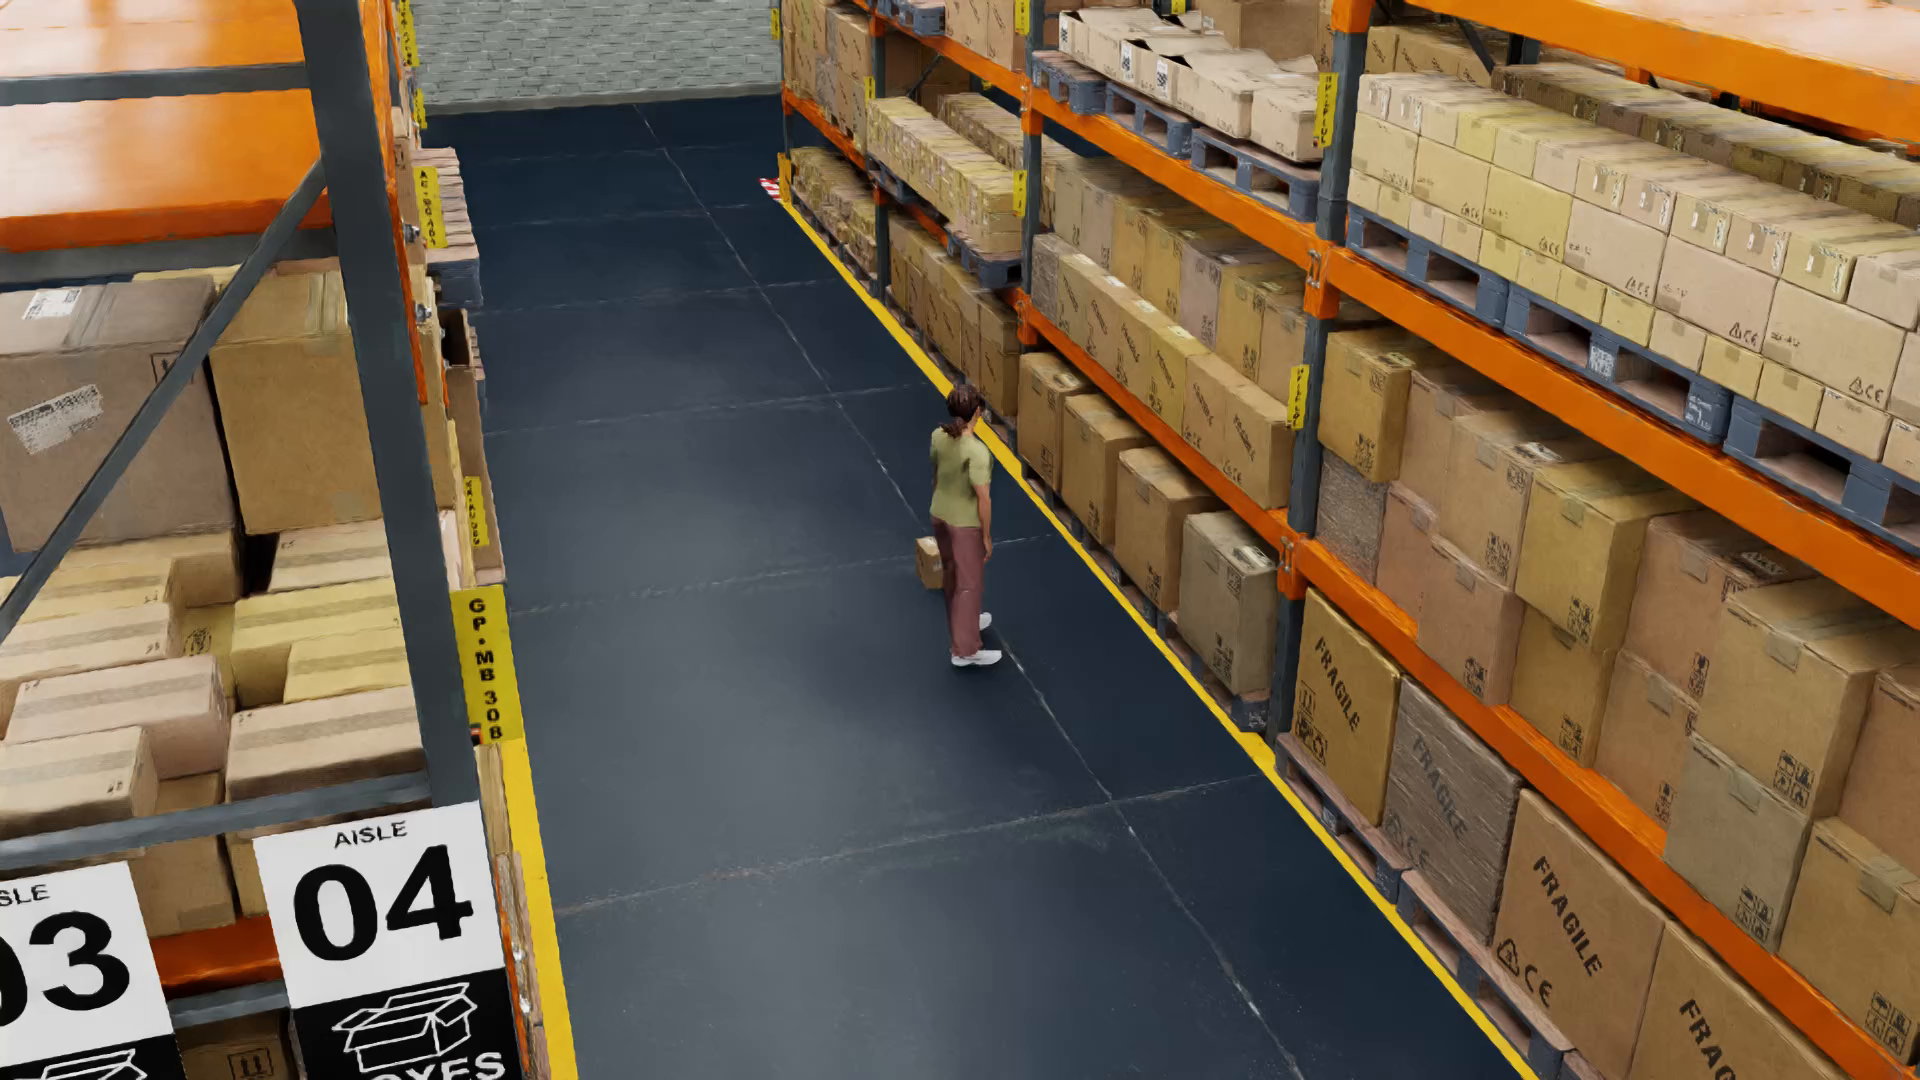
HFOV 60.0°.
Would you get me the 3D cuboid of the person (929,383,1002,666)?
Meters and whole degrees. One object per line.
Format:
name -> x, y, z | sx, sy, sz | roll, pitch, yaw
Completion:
person -> 0.082, -0.106, 9.530 | 0.494, 1.668, 0.510 | -23, 35, -39
